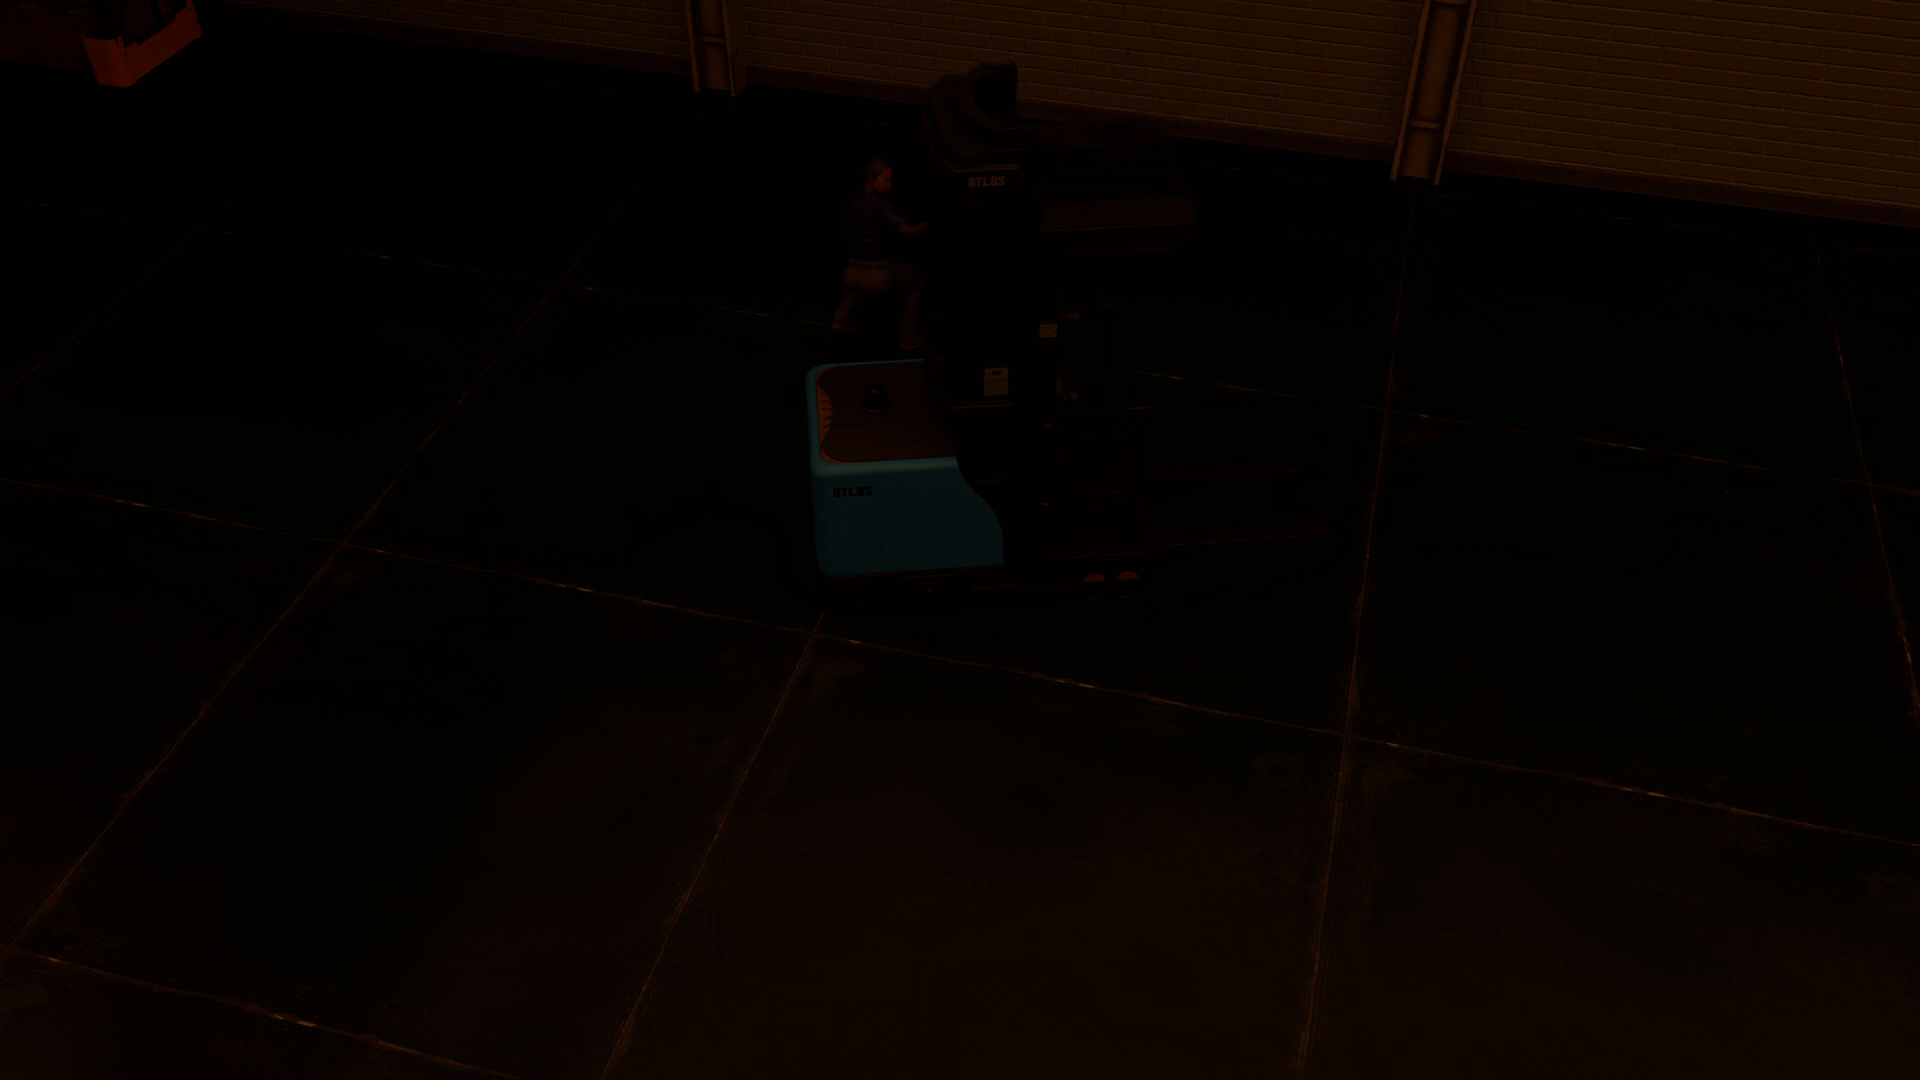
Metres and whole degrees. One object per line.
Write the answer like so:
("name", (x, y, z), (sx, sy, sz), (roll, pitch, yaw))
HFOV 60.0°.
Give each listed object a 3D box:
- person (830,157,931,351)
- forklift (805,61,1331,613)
("person", (-0.482, -1.937, 11.267), (0.728, 1.414, 0.835), (25, 47, 26))
("forklift", (0.645, -1.093, 9.108), (3.031, 2.935, 1.130), (-4, 41, -4))
